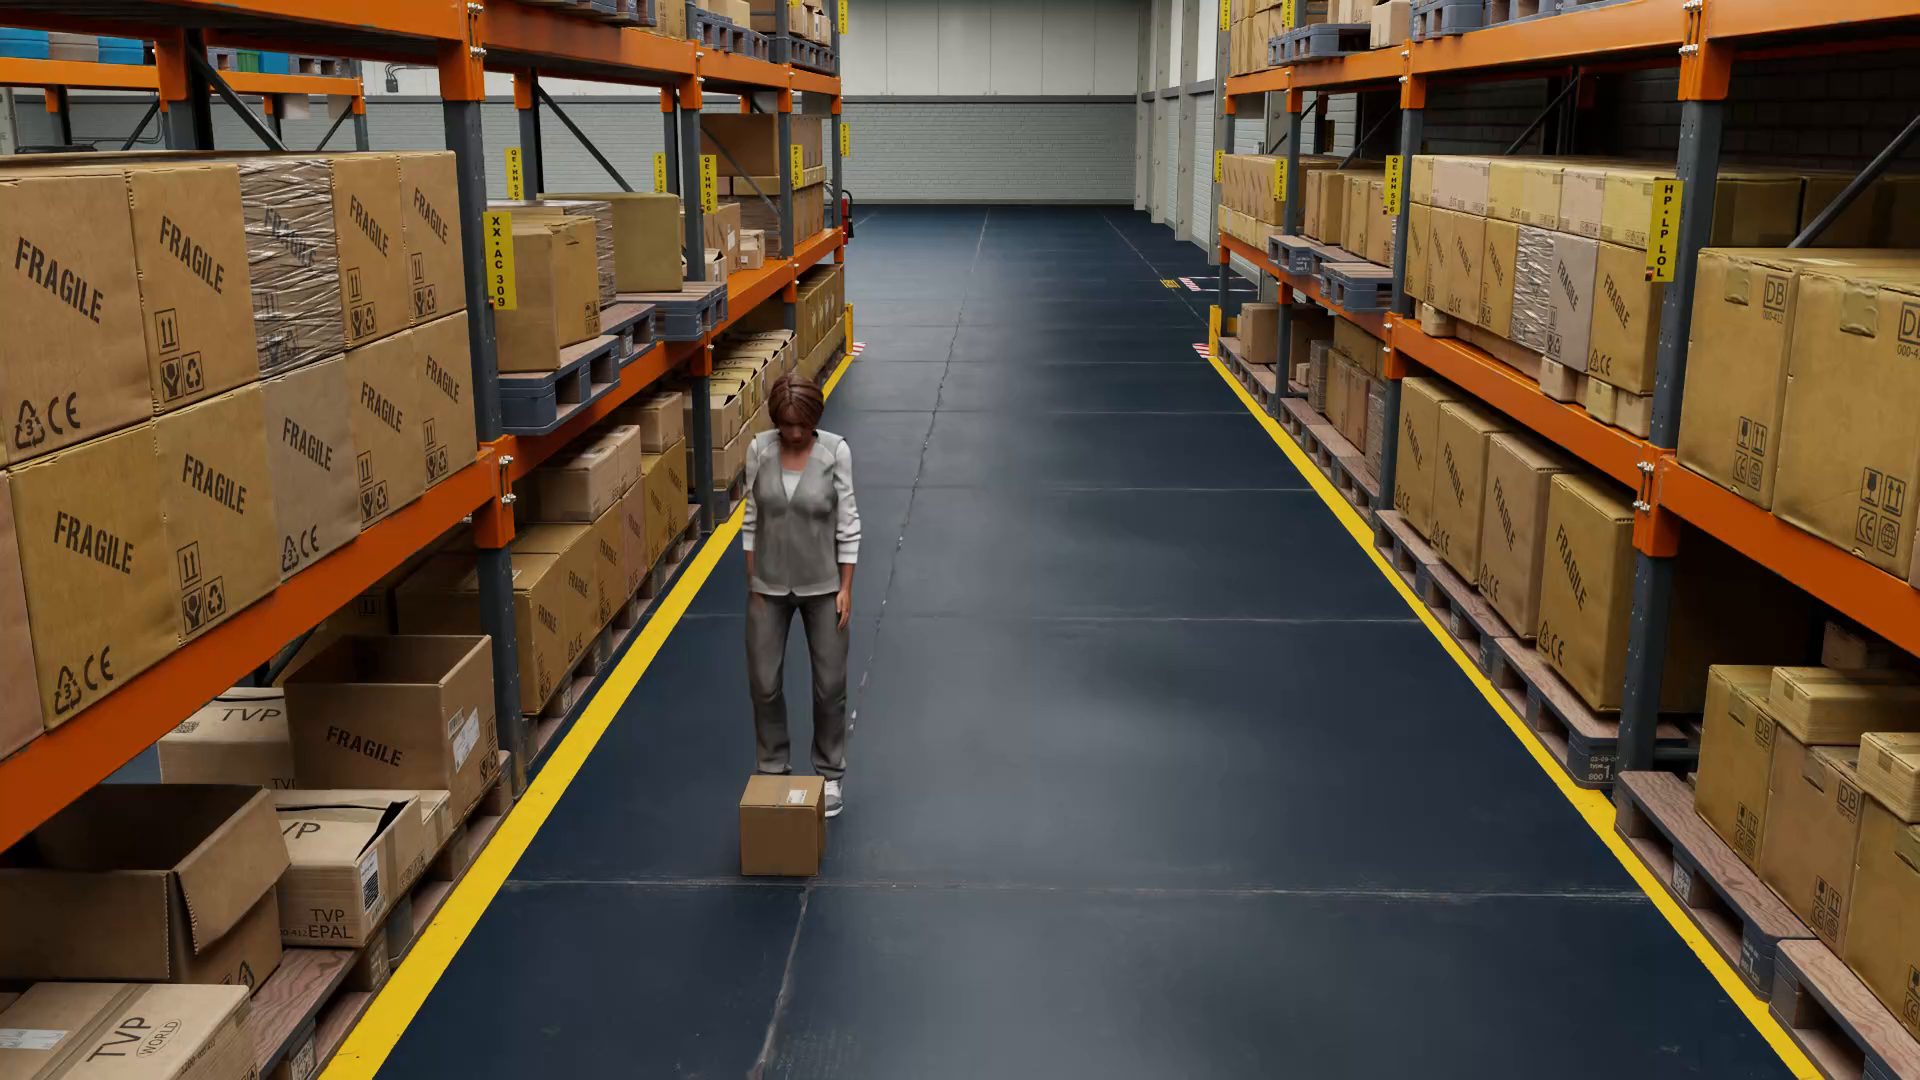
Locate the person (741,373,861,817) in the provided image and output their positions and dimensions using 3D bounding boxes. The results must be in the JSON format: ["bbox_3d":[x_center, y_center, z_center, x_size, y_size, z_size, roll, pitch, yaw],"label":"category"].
[{"bbox_3d":[-0.549,0.192,5.825,0.417,1.581,0.341,1,14,3],"label":"person"}]
